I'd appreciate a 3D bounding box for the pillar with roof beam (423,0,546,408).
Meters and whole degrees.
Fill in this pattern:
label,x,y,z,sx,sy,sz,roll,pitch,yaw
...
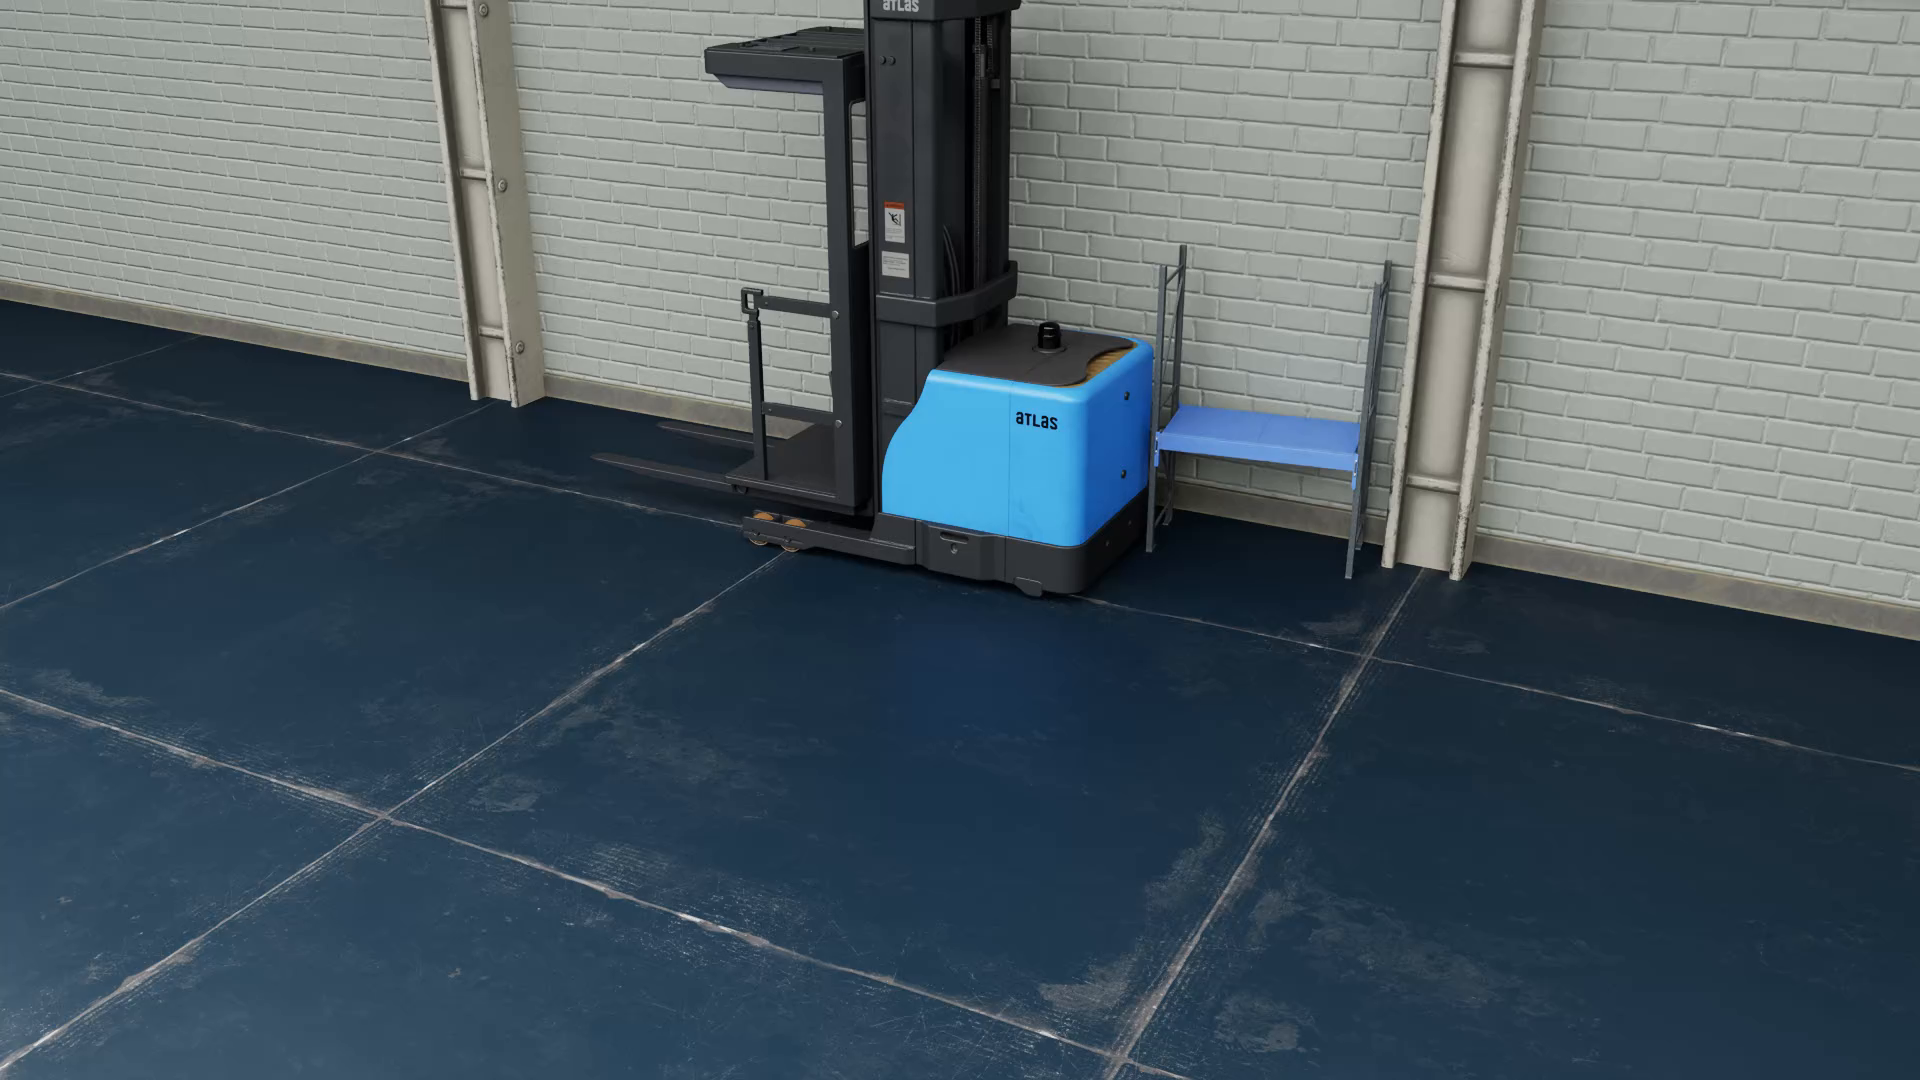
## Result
label,x,y,z,sx,sy,sz,roll,pitch,yaw
pillar with roof beam,-4.914,-3.583,5.676,0.400,9.000,9.100,11,25,25

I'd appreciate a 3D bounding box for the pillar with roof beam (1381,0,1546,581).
label,x,y,z,sx,sy,sz,roll,pitch,yaw
pillar with roof beam,0.440,-2.523,3.185,0.400,9.000,9.100,11,25,25

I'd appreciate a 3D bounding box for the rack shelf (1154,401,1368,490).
label,x,y,z,sx,sy,sz,roll,pitch,yaw
rack shelf,1.538,-0.488,8.440,1.000,0.185,0.538,8,24,18

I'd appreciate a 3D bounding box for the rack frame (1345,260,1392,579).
label,x,y,z,sx,sy,sz,roll,pitch,yaw
rack frame,2.018,-0.588,8.216,0.032,1.500,0.500,8,24,18

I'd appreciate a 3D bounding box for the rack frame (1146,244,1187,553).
label,x,y,z,sx,sy,sz,roll,pitch,yaw
rack frame,1.057,-0.719,8.524,0.032,1.500,0.500,8,24,18

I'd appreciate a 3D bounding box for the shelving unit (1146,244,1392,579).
label,x,y,z,sx,sy,sz,roll,pitch,yaw
shelving unit,1.538,-0.653,8.370,1.048,1.500,0.538,8,24,18

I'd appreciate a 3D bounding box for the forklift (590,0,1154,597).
label,x,y,z,sx,sy,sz,roll,pitch,yaw
forklift,-0.563,-1.459,8.435,3.031,2.935,1.130,11,25,24
